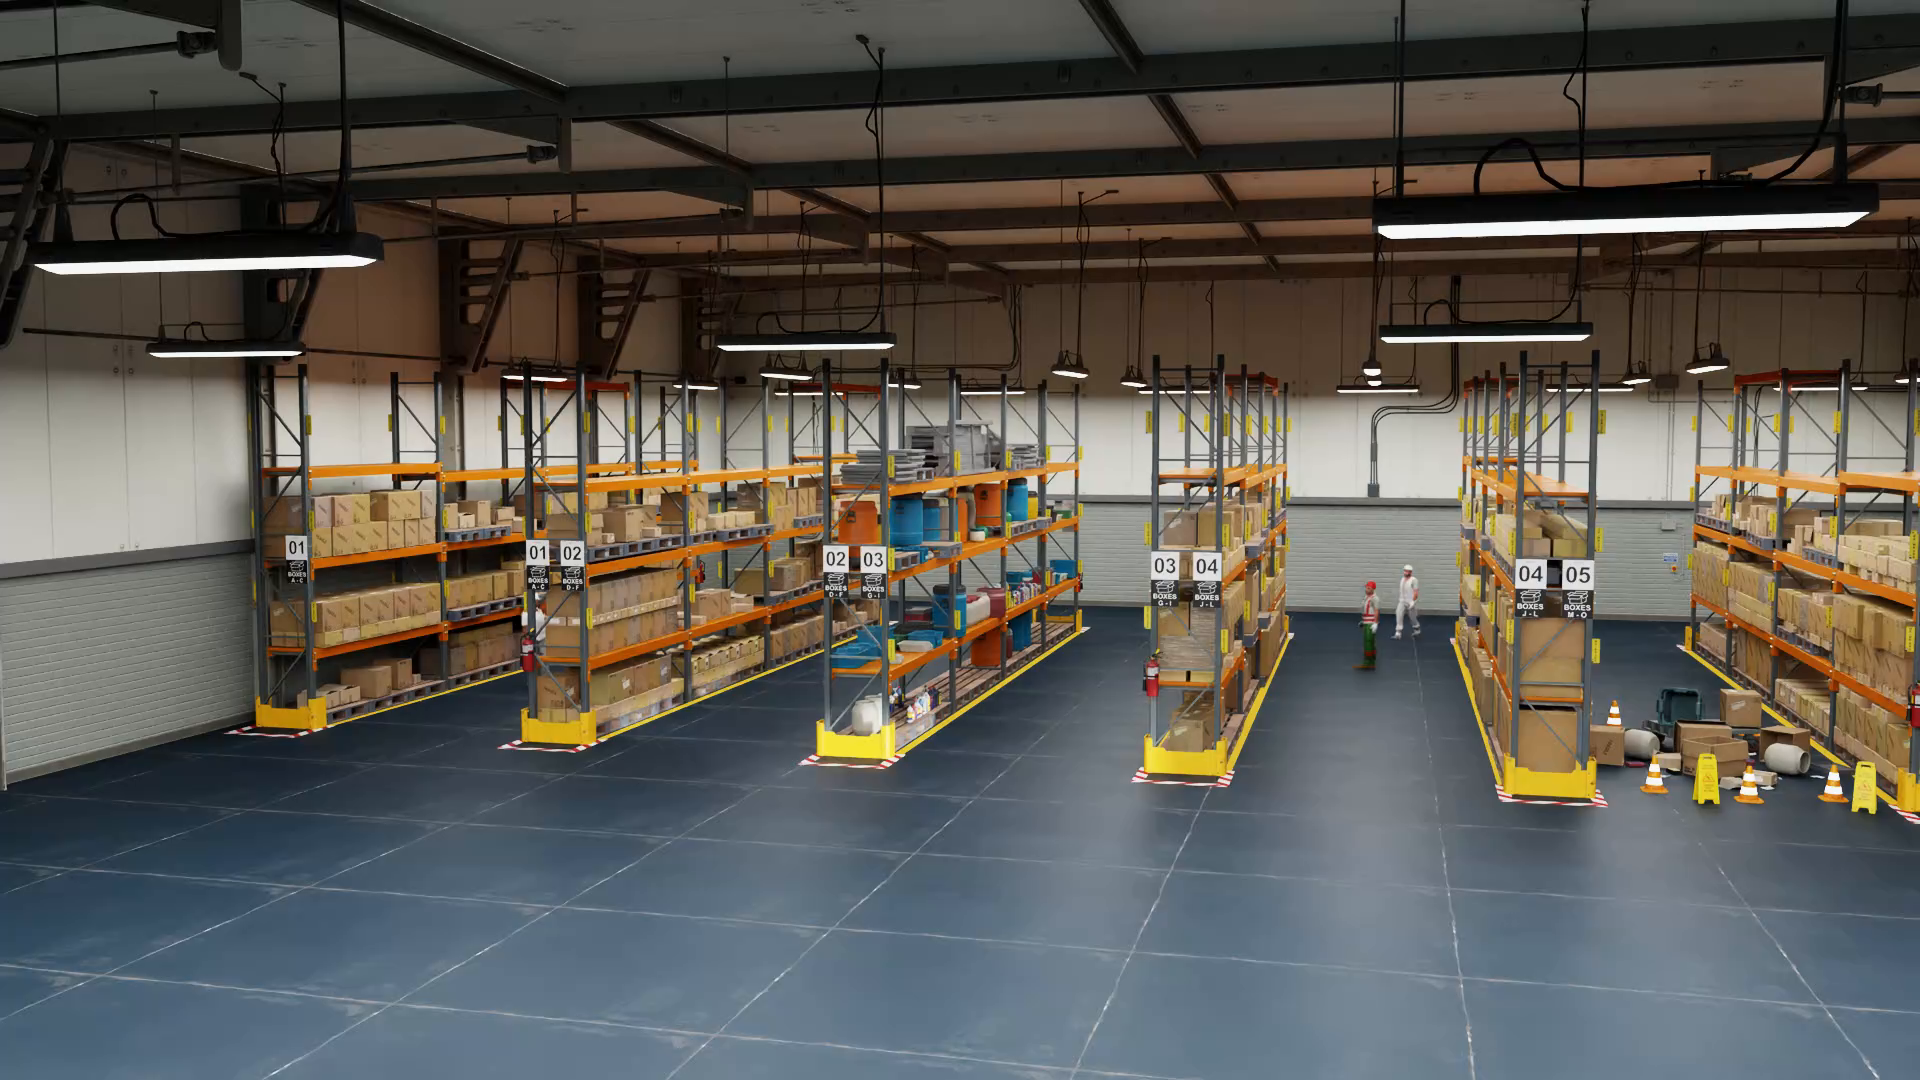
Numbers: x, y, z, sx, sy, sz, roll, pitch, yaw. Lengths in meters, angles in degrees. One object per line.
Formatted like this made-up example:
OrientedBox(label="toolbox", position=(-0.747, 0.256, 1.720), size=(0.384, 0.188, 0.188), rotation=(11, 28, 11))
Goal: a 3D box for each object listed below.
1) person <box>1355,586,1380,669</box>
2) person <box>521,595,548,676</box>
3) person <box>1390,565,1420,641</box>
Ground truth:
OrientedBox(label="person", position=(8.391, 1.764, 34.320), size=(0.505, 1.741, 0.577), rotation=(0, 4, 4))
OrientedBox(label="person", position=(-8.175, 1.915, 32.068), size=(0.439, 1.767, 0.637), rotation=(4, 5, 43))
OrientedBox(label="person", position=(10.407, 1.457, 38.662), size=(0.548, 1.746, 1.049), rotation=(3, 5, 40))
